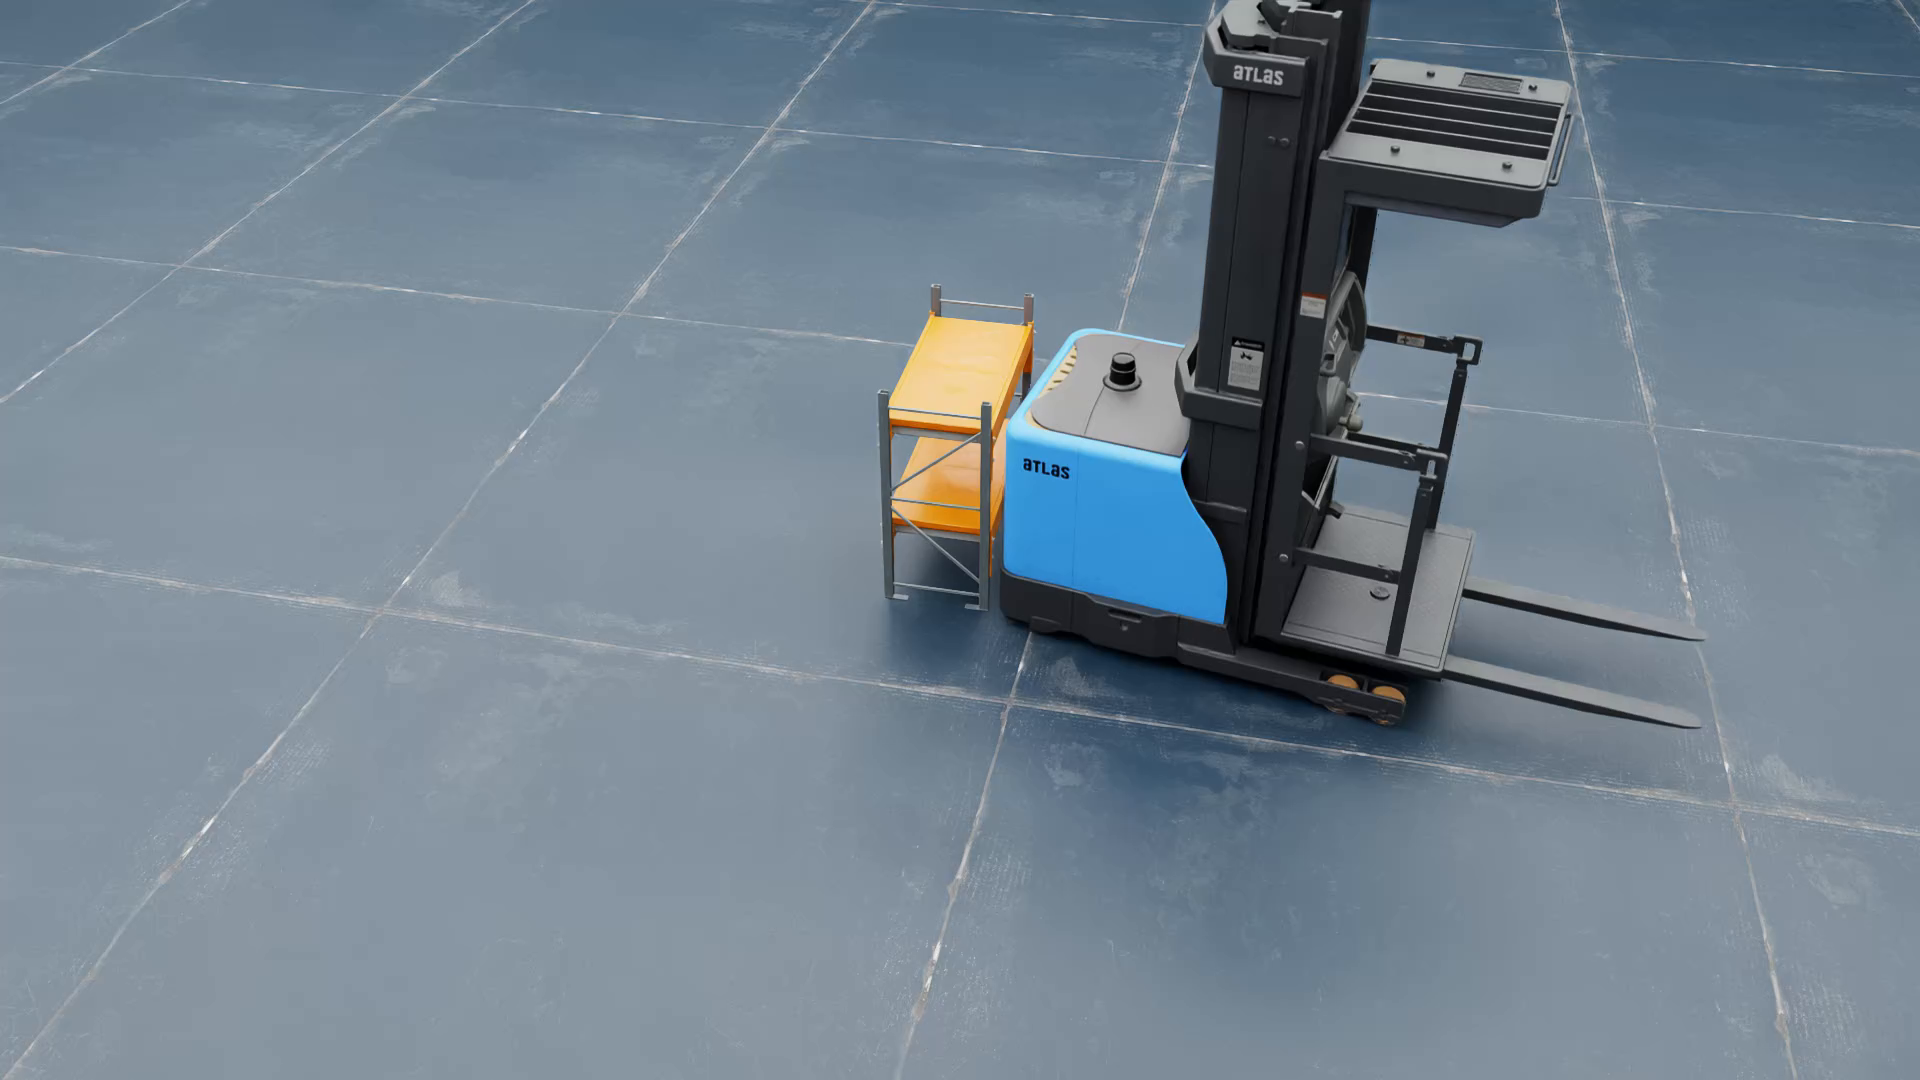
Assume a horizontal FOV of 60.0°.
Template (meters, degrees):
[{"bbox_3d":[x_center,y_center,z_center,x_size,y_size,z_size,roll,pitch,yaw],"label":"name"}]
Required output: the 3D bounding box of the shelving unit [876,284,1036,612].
[{"bbox_3d":[-0.001,-0.452,7.915,0.538,1.125,1.048,7,37,10],"label":"shelving unit"}]

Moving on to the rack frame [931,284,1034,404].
[{"bbox_3d":[0.107,-0.743,8.317,0.500,1.125,0.032,7,37,10],"label":"rack frame"}]

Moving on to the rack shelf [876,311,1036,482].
[{"bbox_3d":[-0.001,-0.689,7.743,0.538,0.278,1.000,7,37,10],"label":"rack shelf"}]

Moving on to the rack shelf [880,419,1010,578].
[{"bbox_3d":[-0.001,-0.254,8.058,0.538,0.278,1.000,7,37,10],"label":"rack shelf"}]

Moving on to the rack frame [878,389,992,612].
[{"bbox_3d":[-0.110,-0.160,7.512,0.500,1.125,0.032,7,37,10],"label":"rack frame"}]

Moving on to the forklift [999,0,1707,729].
[{"bbox_3d":[1.752,-0.747,6.783,3.031,2.935,1.130,13,38,17],"label":"forklift"}]
